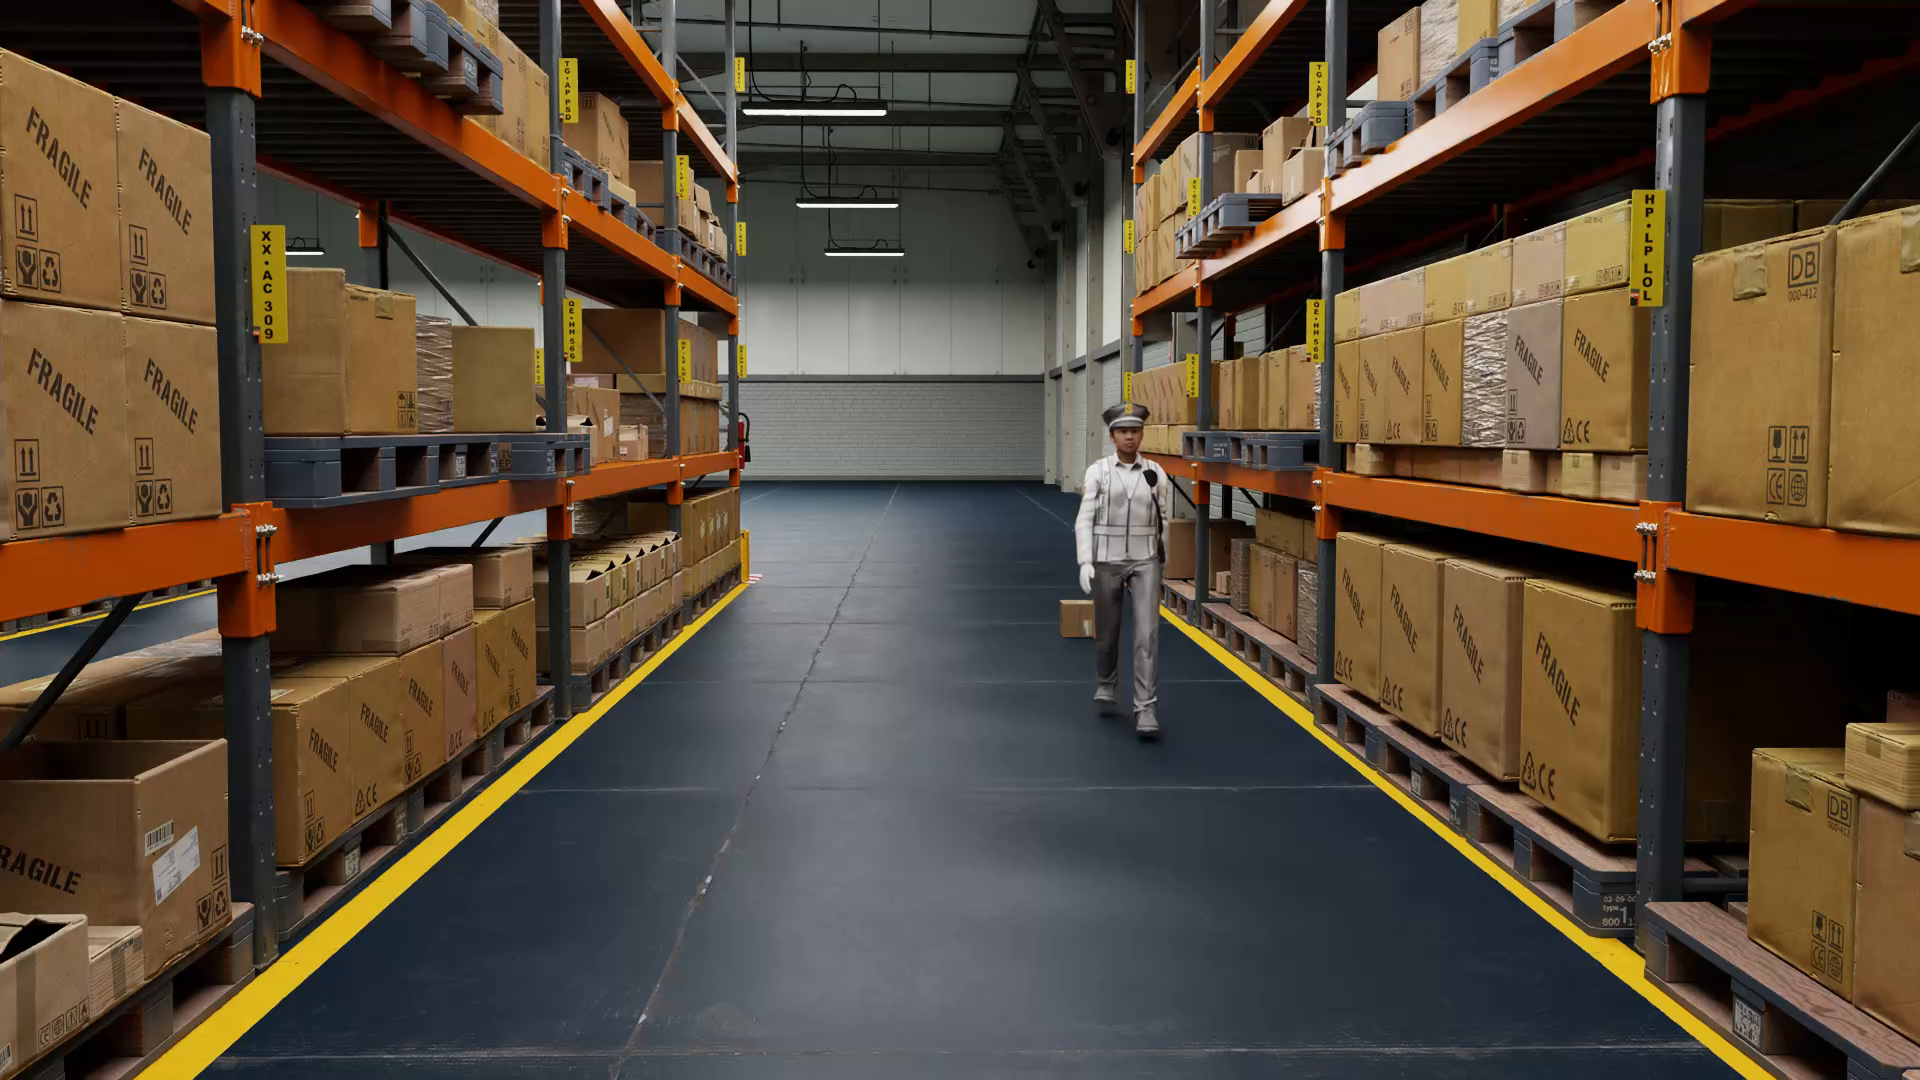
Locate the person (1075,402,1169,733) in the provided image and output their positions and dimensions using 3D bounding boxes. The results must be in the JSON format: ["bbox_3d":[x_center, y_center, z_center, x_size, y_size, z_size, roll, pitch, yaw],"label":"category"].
[{"bbox_3d":[0.832,0.117,8.507,0.492,1.640,0.961,0,4,2],"label":"person"}]
